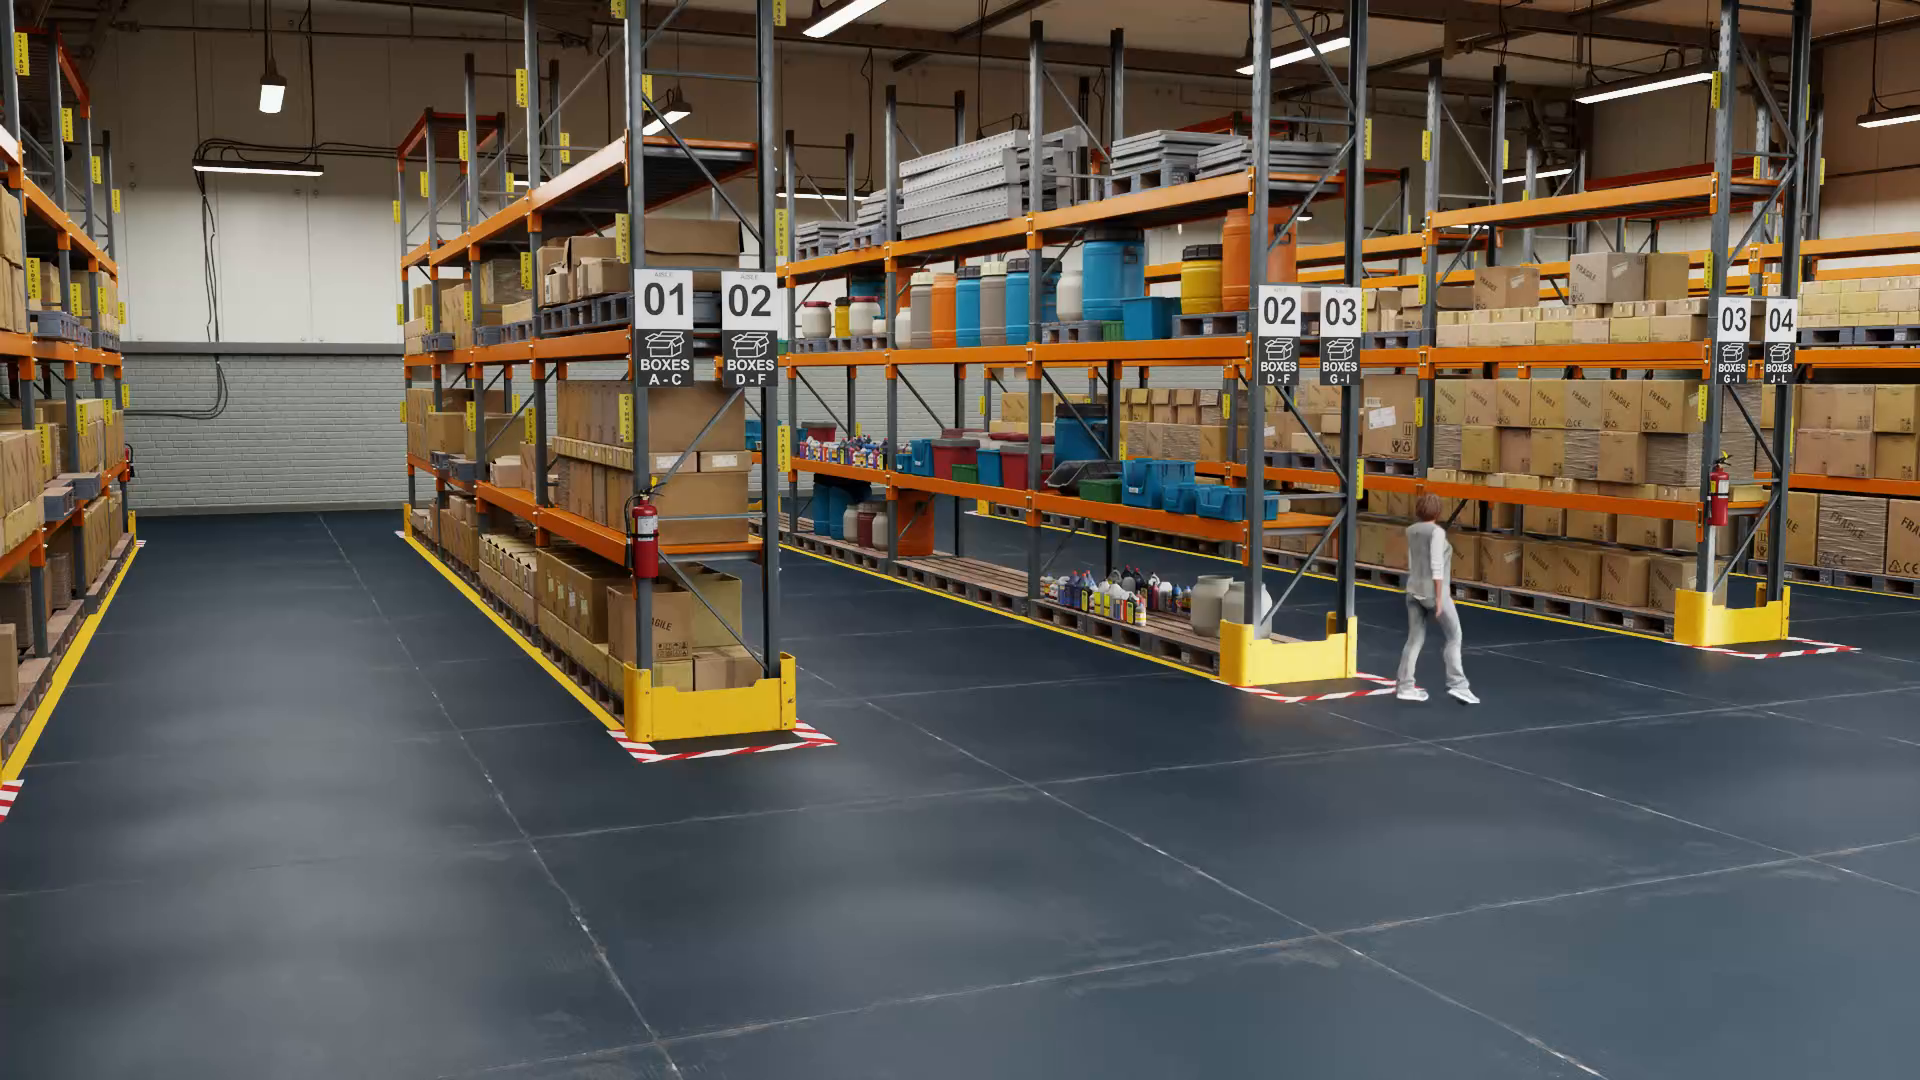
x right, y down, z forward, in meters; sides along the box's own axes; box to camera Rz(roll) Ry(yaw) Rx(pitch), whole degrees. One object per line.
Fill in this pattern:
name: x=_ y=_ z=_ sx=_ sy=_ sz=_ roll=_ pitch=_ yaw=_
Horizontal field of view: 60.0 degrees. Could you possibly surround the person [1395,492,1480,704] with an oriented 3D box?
person: x=3.582 y=0.447 z=12.642 sx=0.673 sy=1.622 sz=0.459 roll=-3 pitch=6 yaw=-27
